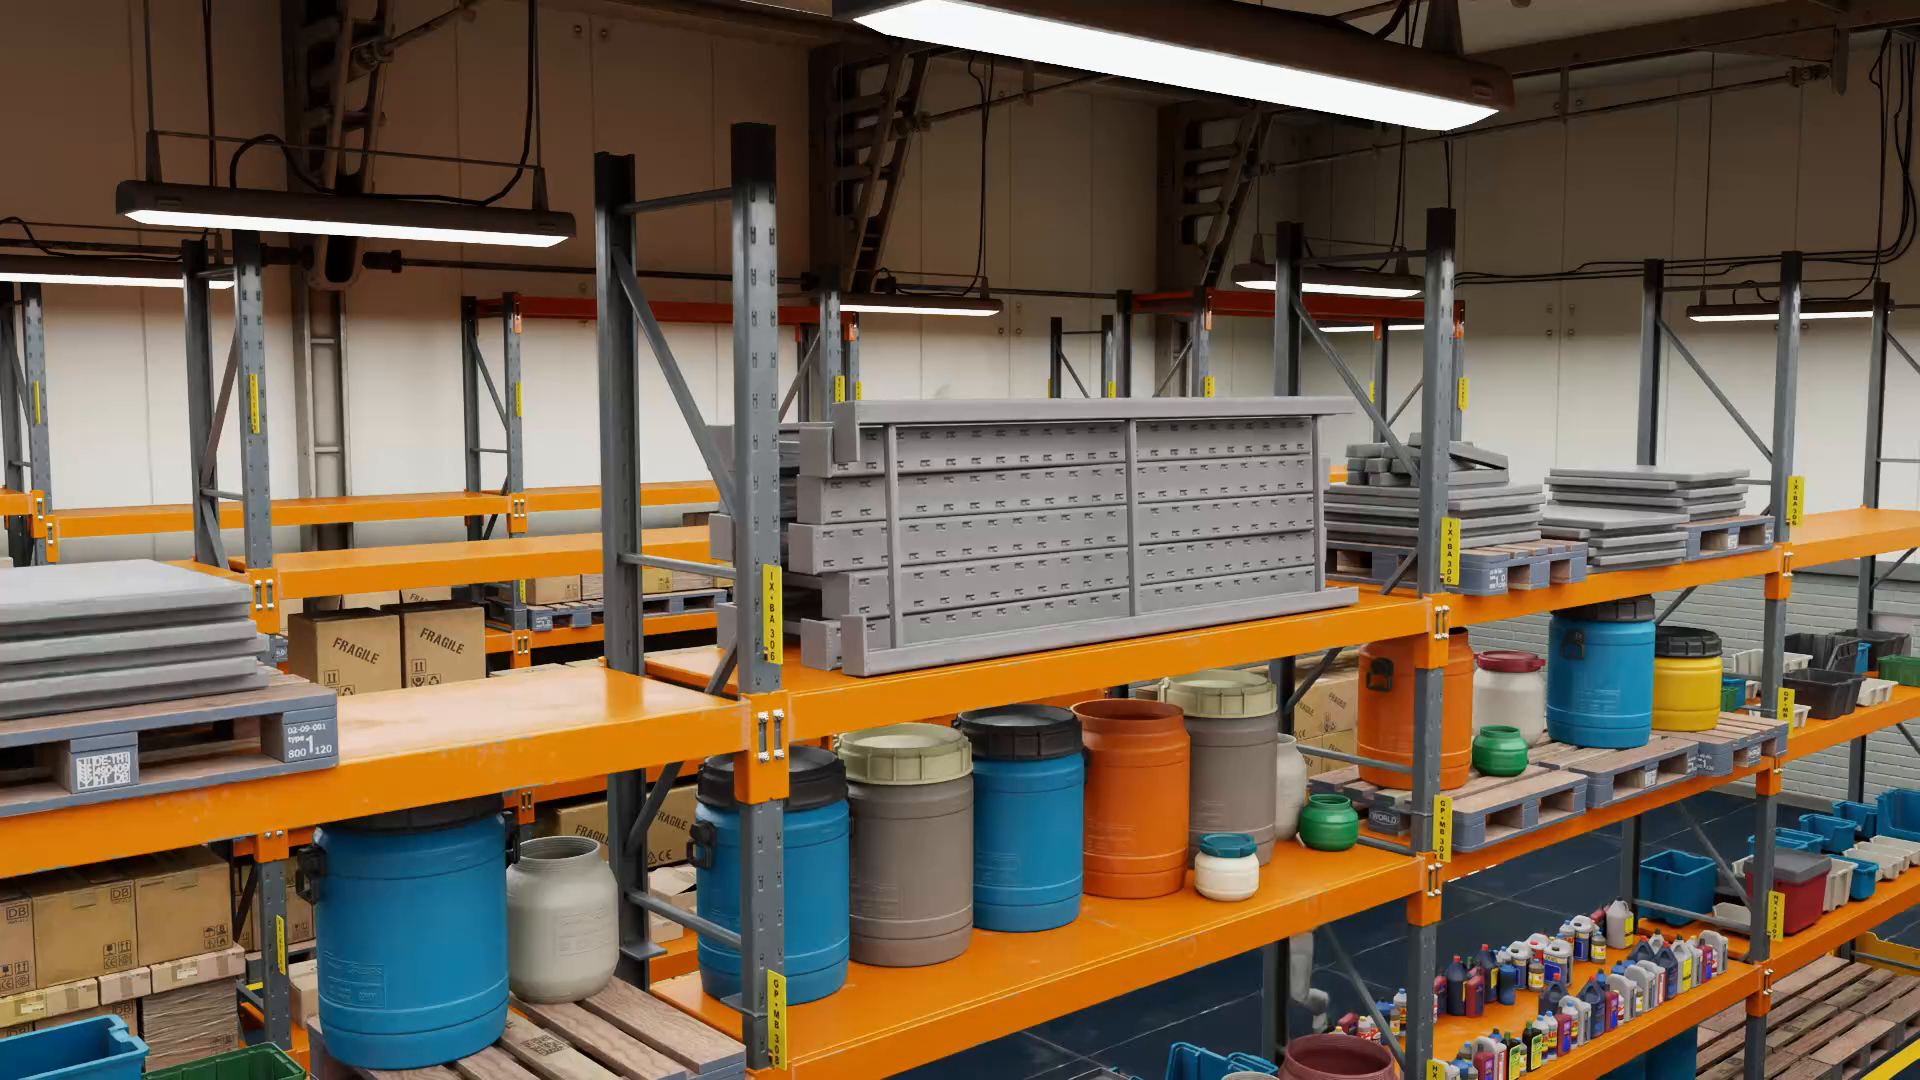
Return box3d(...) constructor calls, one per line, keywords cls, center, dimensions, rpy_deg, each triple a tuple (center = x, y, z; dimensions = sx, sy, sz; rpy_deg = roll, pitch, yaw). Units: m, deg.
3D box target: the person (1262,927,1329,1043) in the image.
box3d(cls="person", center=(2.576, 3.136, 12.861), dimensions=(0.573, 1.632, 0.779), rpy_deg=(5, 7, 41))
